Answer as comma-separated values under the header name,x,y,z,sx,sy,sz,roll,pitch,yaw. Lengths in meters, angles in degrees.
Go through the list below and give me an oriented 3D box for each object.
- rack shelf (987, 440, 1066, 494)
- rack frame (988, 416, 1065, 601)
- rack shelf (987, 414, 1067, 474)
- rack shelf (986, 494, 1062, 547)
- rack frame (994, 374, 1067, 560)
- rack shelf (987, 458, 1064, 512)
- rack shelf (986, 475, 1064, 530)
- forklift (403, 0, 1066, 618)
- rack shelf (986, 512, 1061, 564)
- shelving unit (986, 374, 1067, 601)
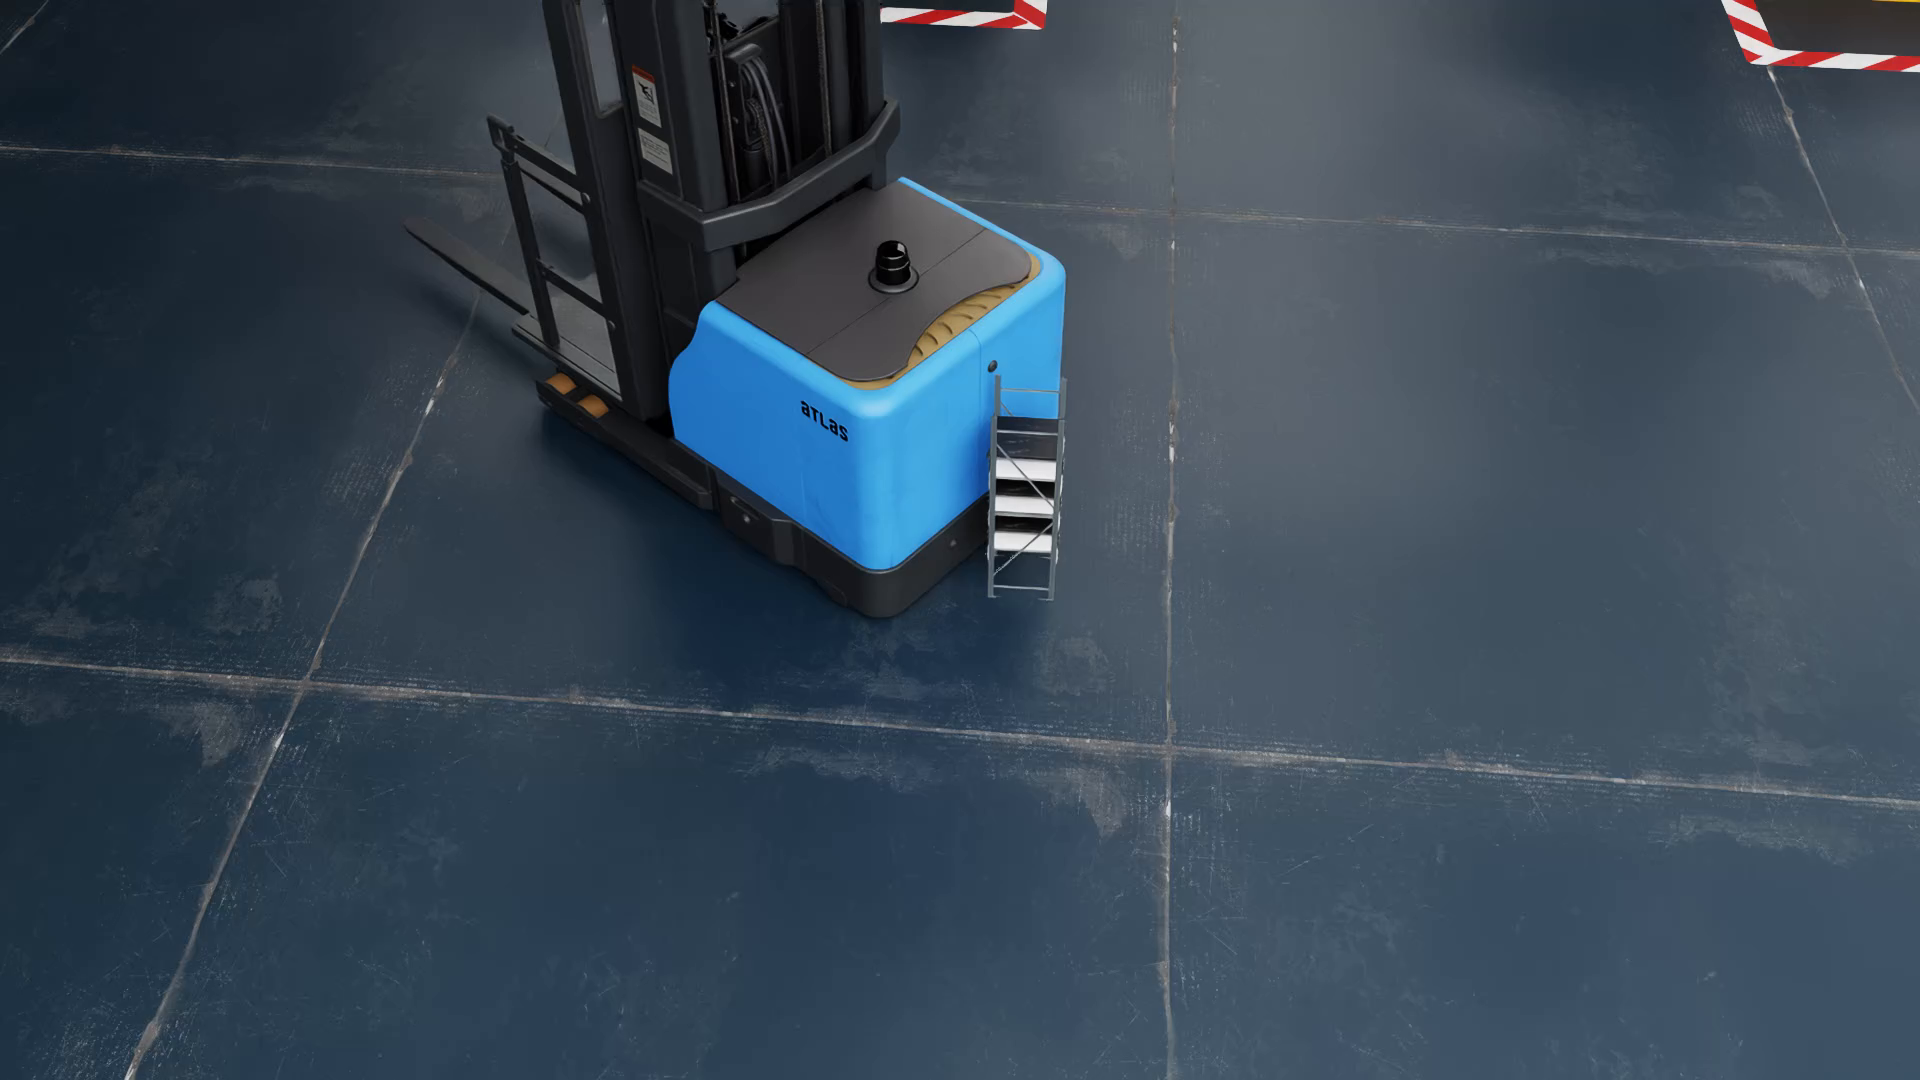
name,x,y,z,sx,sy,sz,roll,pitch,yaw
rack shelf,0.228,-0.263,5.682,0.258,0.077,0.200,3,48,3
rack frame,0.220,-0.089,5.722,0.240,0.900,0.006,3,48,3
rack shelf,0.228,-0.324,5.616,0.258,0.077,0.200,3,48,3
rack shelf,0.228,-0.081,5.881,0.258,0.077,0.200,3,48,3
rack frame,0.236,-0.239,5.859,0.240,0.900,0.006,3,48,3
rack shelf,0.228,-0.202,5.748,0.258,0.077,0.200,3,48,3
rack shelf,0.228,-0.142,5.815,0.258,0.077,0.200,3,48,3
forklift,-1.060,-1.661,5.783,3.031,2.935,1.130,33,56,27
rack shelf,0.228,-0.020,5.948,0.258,0.077,0.200,3,48,3
shelving unit,0.228,-0.164,5.790,0.258,0.900,0.210,3,48,3
